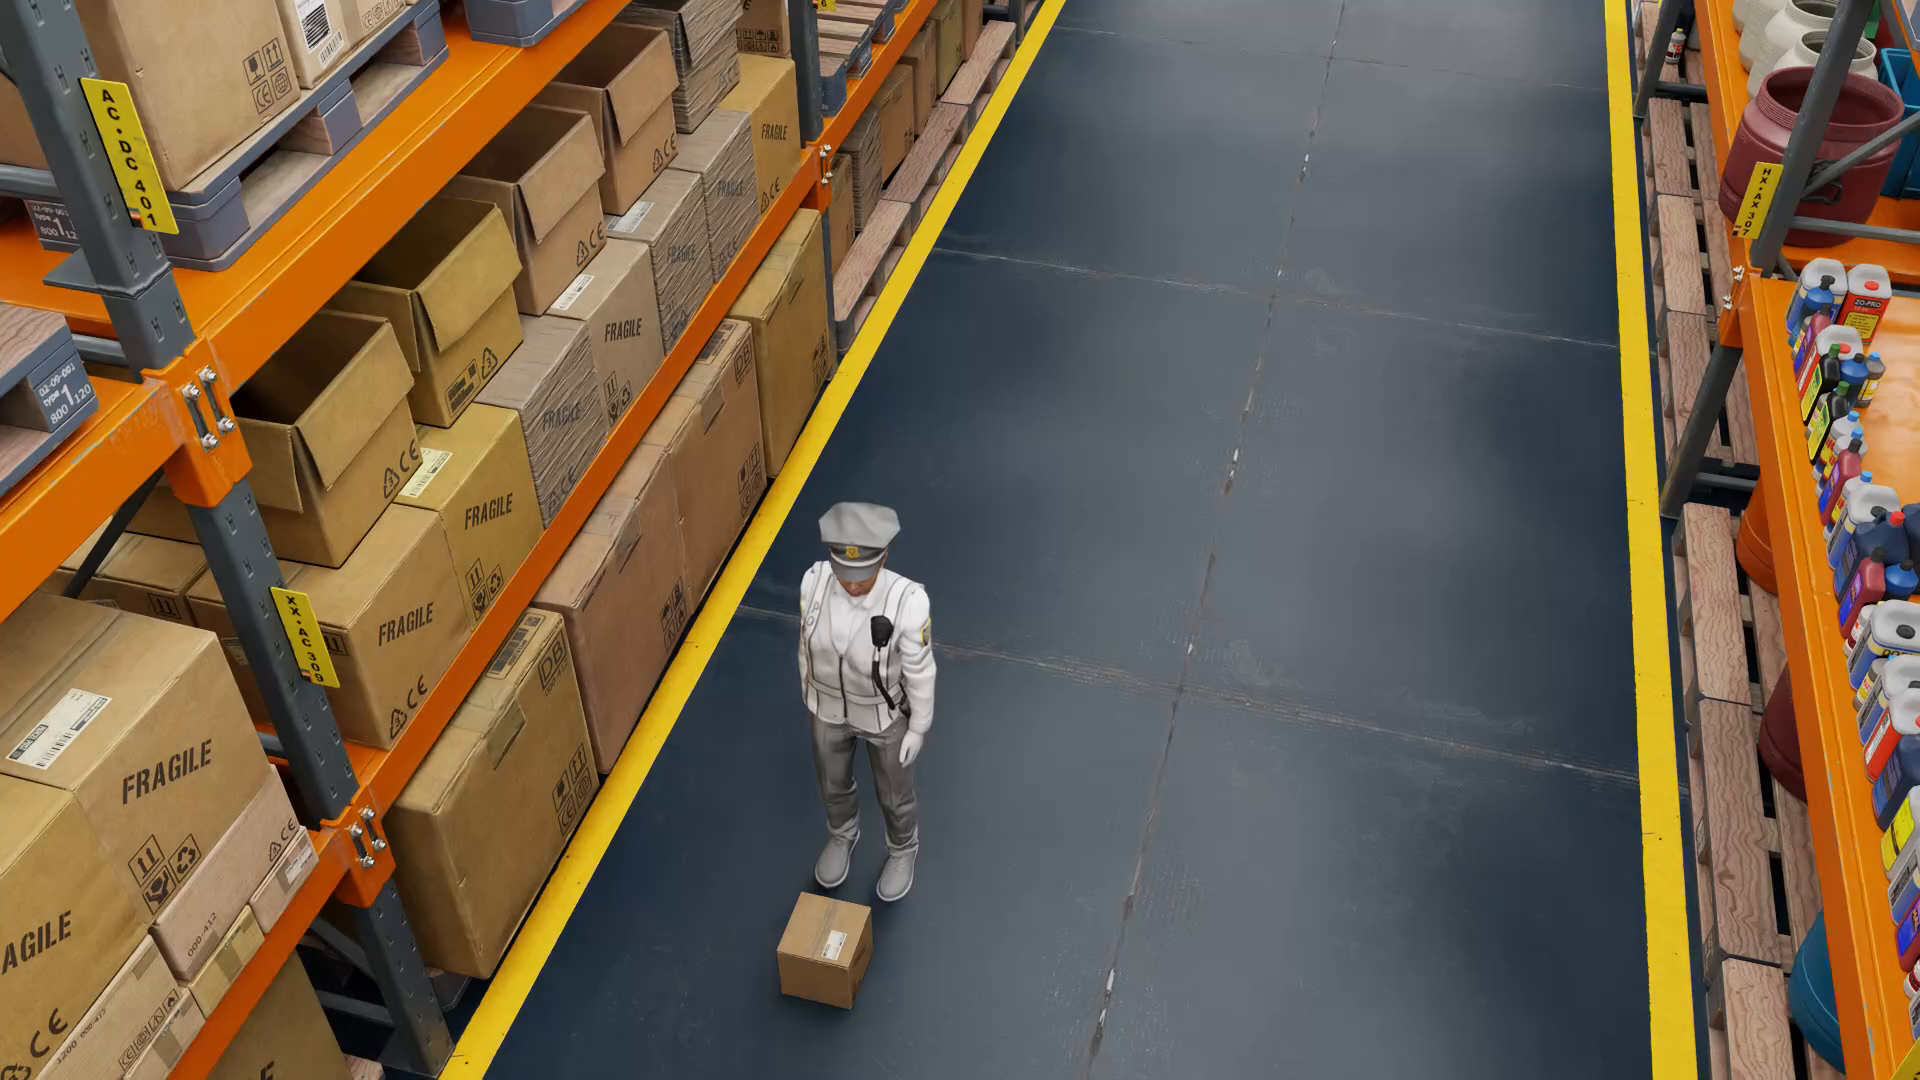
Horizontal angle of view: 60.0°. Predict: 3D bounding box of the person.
[{"bbox_3d":[-0.312,0.575,5.507,0.469,1.665,0.328,12,43,13],"label":"person"}]
